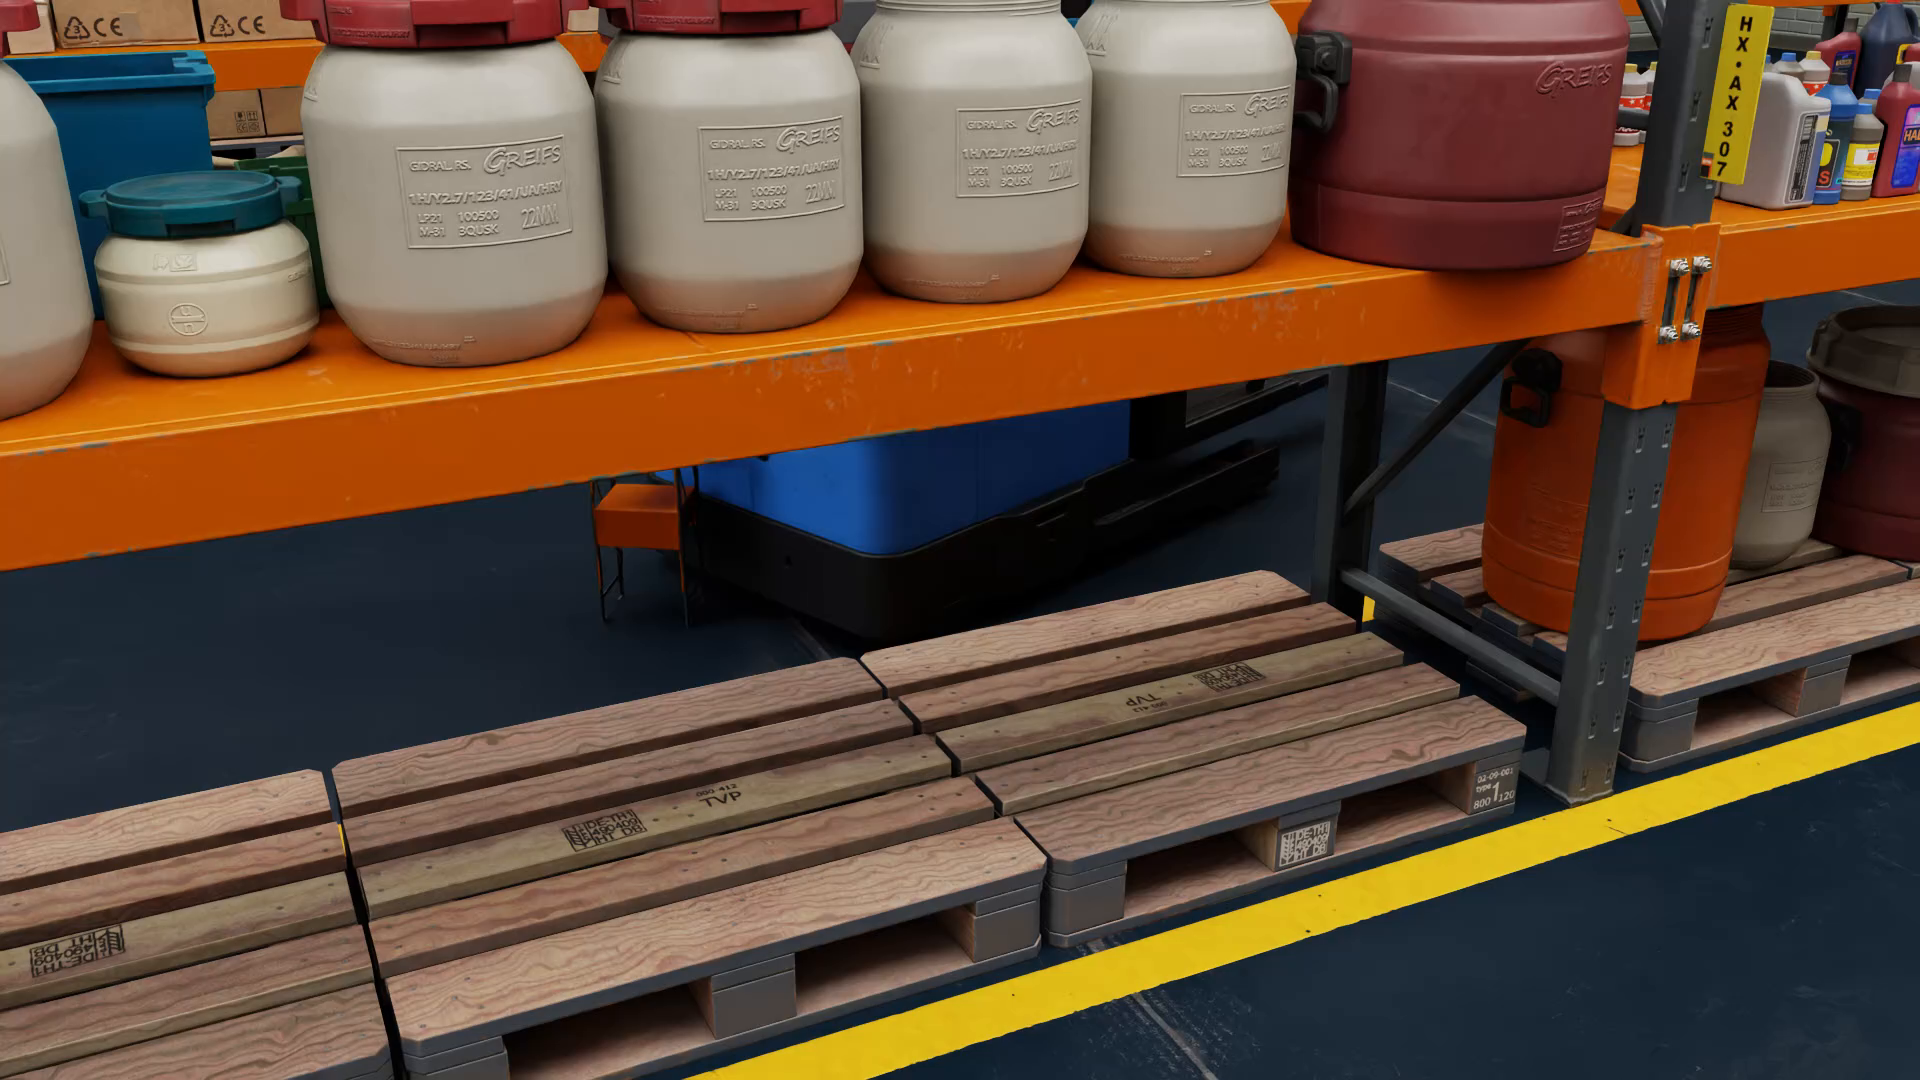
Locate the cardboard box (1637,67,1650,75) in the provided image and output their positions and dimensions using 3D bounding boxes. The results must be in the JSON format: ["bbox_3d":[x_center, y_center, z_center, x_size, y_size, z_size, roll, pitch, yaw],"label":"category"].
[{"bbox_3d":[4.377,-2.693,10.522,0.637,0.503,0.797,-10,25,-24],"label":"cardboard box"}]

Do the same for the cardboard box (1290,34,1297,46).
[{"bbox_3d":[2.648,-4.421,14.728,0.500,0.500,0.700,-11,25,-25],"label":"cardboard box"}]

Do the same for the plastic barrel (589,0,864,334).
[{"bbox_3d":[-0.369,-0.634,2.682,0.433,0.535,0.433,0,22,0],"label":"plastic barrel"}]

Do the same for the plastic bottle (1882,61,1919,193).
[{"bbox_3d":[2.175,-0.938,3.756,0.135,0.276,0.152,-10,25,-24],"label":"plastic bottle"}]

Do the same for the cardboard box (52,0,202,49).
[{"bbox_3d":[-3.348,-2.258,6.651,0.500,0.500,0.500,-9,24,-20],"label":"cardboard box"}]

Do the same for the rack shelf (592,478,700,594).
[{"bbox_3d":[-0.874,-0.015,4.668,0.240,0.259,0.215,2,23,6],"label":"rack shelf"}]

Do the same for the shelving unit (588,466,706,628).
[{"bbox_3d":[-0.874,-0.282,4.558,0.252,1.050,0.215,2,23,6],"label":"shelving unit"}]

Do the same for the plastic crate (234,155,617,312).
[{"bbox_3d":[-0.930,-0.583,3.013,0.662,0.188,0.450,-10,25,-24],"label":"plastic crate"}]

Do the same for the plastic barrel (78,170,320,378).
[{"bbox_3d":[-1.118,-0.397,2.469,0.301,0.262,0.301,0,22,0],"label":"plastic barrel"}]

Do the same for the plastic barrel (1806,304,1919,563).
[{"bbox_3d":[2.679,-0.312,4.686,0.708,0.588,0.600,-10,25,-24],"label":"plastic barrel"}]

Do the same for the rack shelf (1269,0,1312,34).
[{"bbox_3d":[0.885,-2.665,8.707,4.000,0.370,1.077,-10,25,-24],"label":"rack shelf"}]

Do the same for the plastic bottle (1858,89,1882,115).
[{"bbox_3d":[2.104,-0.943,3.867,0.097,0.201,0.097,0,22,0],"label":"plastic bottle"}]

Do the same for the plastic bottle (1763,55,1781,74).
[{"bbox_3d":[2.165,-1.212,4.517,0.097,0.201,0.097,0,22,0],"label":"plastic bottle"}]

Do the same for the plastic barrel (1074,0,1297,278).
[{"bbox_3d":[0.393,-0.766,3.031,0.421,0.512,0.421,0,22,0],"label":"plastic barrel"}]

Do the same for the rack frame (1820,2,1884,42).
[{"bbox_3d":[6.291,-3.993,10.974,0.127,3.000,1.000,-10,25,-24],"label":"rack frame"}]

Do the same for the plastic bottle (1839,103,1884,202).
[{"bbox_3d":[1.962,-0.853,3.648,0.097,0.201,0.097,0,22,0],"label":"plastic bottle"}]

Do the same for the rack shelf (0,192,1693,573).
[{"bbox_3d":[-0.575,-0.294,2.979,4.000,0.370,1.077,-10,25,-24],"label":"rack shelf"}]

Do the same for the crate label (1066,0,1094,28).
[{"bbox_3d":[0.215,-0.903,3.463,0.616,0.435,0.502,-10,25,-24],"label":"crate label"}]

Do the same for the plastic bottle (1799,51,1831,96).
[{"bbox_3d":[2.341,-1.245,4.595,0.097,0.201,0.097,0,22,0],"label":"plastic bottle"}]

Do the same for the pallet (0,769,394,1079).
[{"bbox_3d":[-1.686,0.850,2.920,1.213,0.211,1.003,-10,25,-24],"label":"pallet"}]

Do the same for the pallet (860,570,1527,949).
[{"bbox_3d":[0.513,0.445,3.898,1.213,0.211,1.003,-10,25,-24],"label":"pallet"}]

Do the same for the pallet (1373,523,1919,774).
[{"bbox_3d":[1.920,0.185,4.527,1.213,0.211,1.003,-10,25,-24],"label":"pallet"}]

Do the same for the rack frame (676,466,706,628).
[{"bbox_3d":[-0.752,-0.276,4.545,0.008,1.050,0.200,2,23,6],"label":"rack frame"}]

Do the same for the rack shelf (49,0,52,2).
[{"bbox_3d":[-4.871,-3.708,11.227,4.000,0.370,1.077,-10,25,-24],"label":"rack shelf"}]

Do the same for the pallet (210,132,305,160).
[{"bbox_3d":[-4.872,-2.754,11.627,1.213,0.211,1.003,-10,25,-24],"label":"pallet"}]

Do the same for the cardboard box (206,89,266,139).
[{"bbox_3d":[-5.096,-3.059,11.410,0.500,0.500,0.700,-10,25,-23],"label":"cardboard box"}]

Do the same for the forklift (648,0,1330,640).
[{"bbox_3d":[0.433,-1.569,5.208,1.130,2.935,3.031,19,29,38],"label":"forklift"}]

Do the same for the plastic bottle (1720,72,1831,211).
[{"bbox_3d":[1.758,-0.861,3.571,0.135,0.276,0.152,-10,25,-24],"label":"plastic bottle"}]

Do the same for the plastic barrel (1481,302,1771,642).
[{"bbox_3d":[1.661,-0.236,4.188,0.708,0.830,0.600,-10,25,-24],"label":"plastic barrel"}]

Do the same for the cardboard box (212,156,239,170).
[{"bbox_3d":[-3.364,-1.521,7.316,0.500,0.311,0.500,-11,25,-24],"label":"cardboard box"}]

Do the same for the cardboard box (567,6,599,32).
[{"bbox_3d":[-1.608,-2.305,7.226,0.250,0.149,0.380,-10,25,-24],"label":"cardboard box"}]

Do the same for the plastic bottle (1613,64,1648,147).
[{"bbox_3d":[1.727,-1.132,4.322,0.097,0.201,0.097,0,22,0],"label":"plastic bottle"}]
